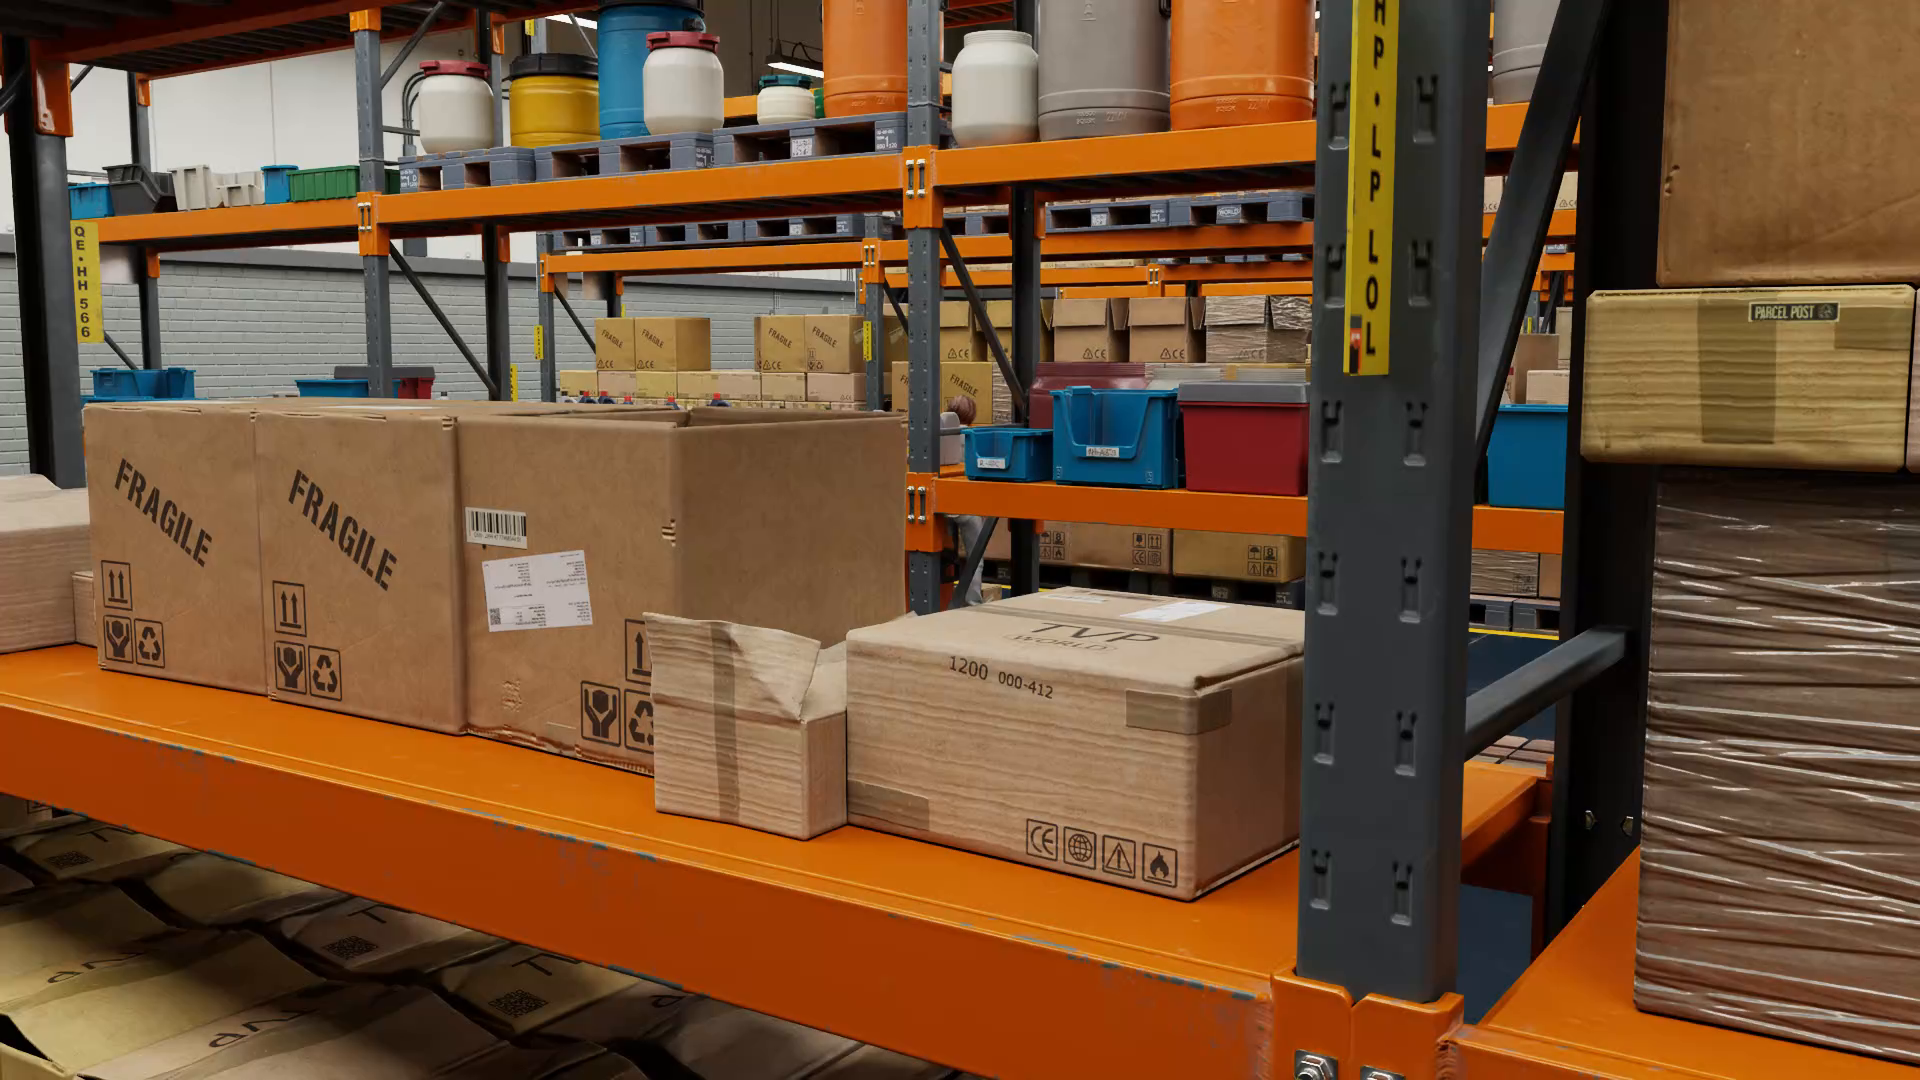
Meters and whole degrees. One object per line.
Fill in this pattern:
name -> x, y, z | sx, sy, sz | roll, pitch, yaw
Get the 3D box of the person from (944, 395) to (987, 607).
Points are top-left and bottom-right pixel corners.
person -> -0.001, -0.198, 11.430 | 0.464, 1.592, 0.345 | 4, 8, 33
